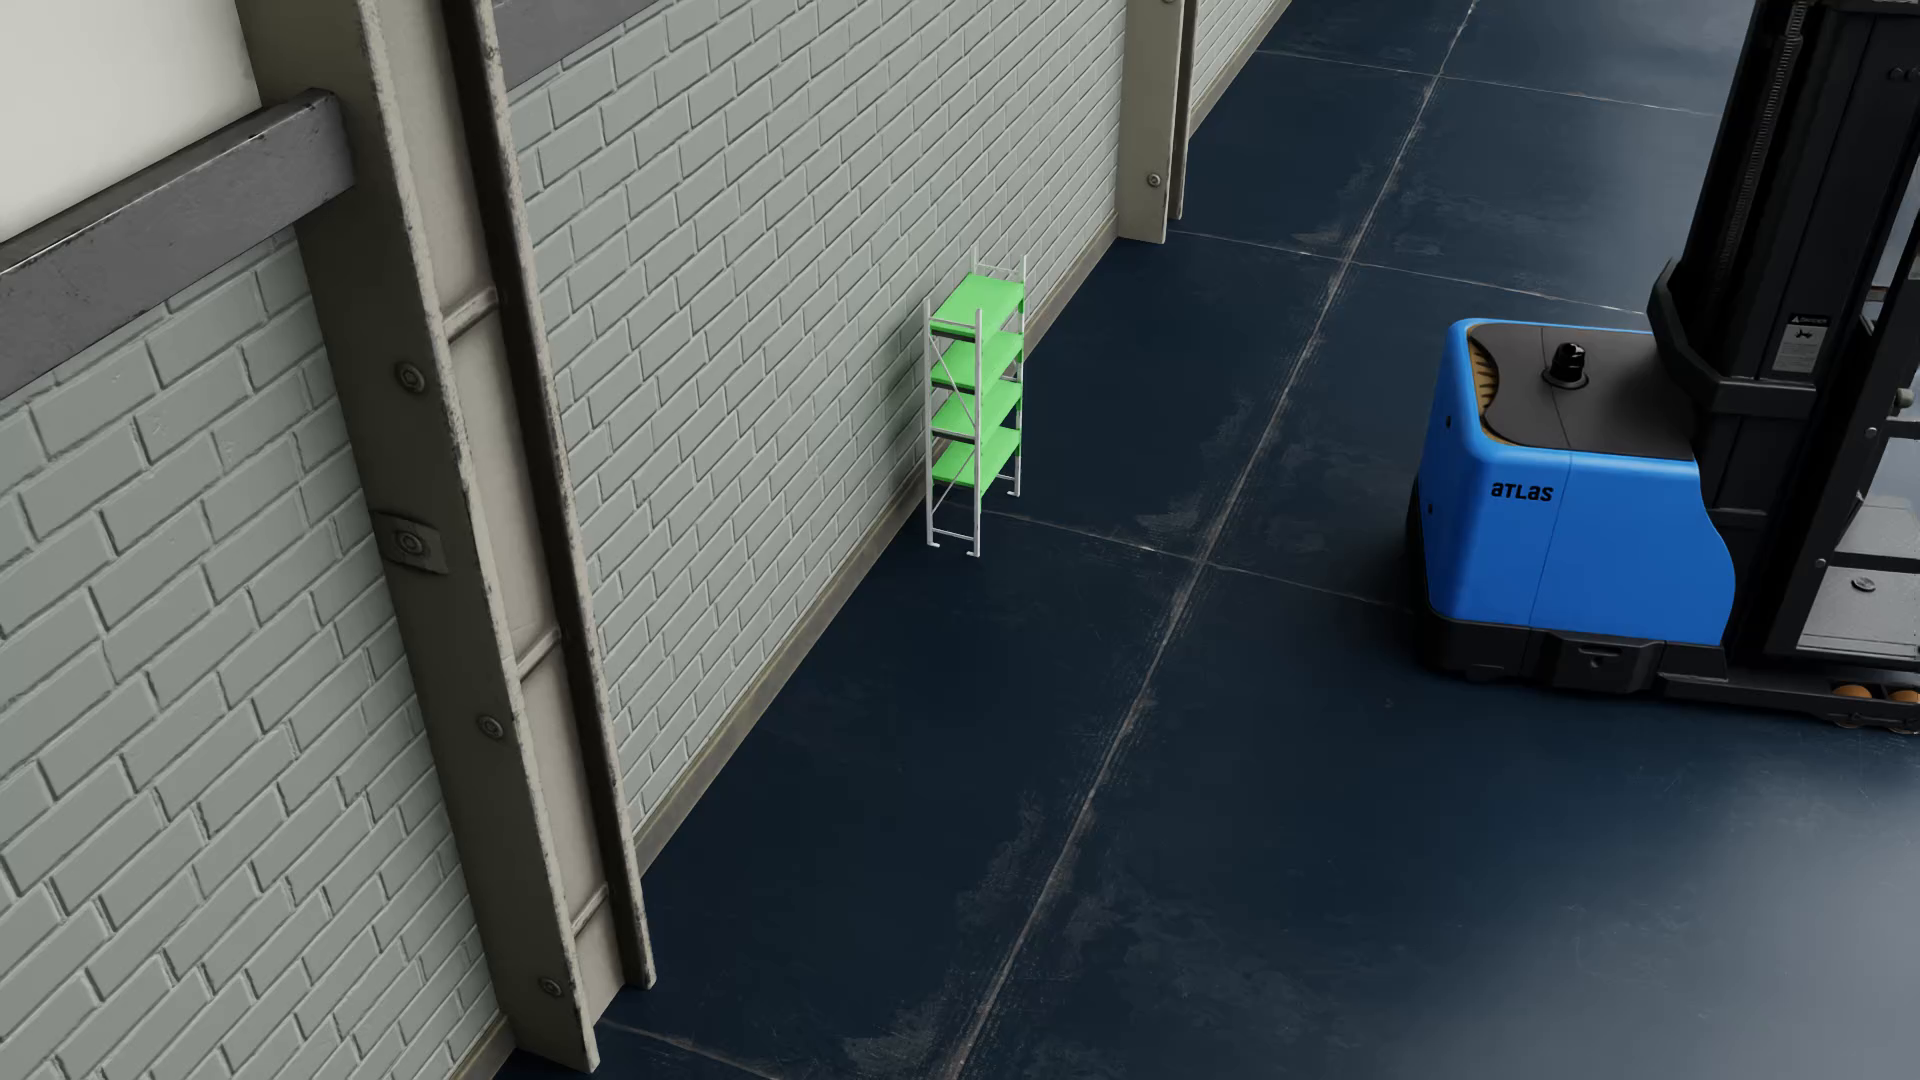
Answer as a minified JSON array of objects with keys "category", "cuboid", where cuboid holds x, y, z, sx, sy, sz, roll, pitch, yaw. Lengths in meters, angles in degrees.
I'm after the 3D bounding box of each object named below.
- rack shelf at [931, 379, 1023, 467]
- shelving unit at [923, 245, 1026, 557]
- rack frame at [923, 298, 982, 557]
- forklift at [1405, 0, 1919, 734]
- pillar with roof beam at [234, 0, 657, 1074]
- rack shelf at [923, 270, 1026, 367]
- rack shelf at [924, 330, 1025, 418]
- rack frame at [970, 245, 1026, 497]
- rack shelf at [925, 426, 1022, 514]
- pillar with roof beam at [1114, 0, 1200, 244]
[{"category":"rack shelf","cuboid":[0.063,-0.521,7.052,0.258,0.148,0.480,14,39,18]},{"category":"shelving unit","cuboid":[0.063,-0.572,7.013,0.258,1.200,0.503,14,39,18]},{"category":"rack frame","cuboid":[-0.030,-0.437,6.833,0.240,1.200,0.015,14,39,18]},{"category":"forklift","cuboid":[3.360,-0.787,5.855,3.031,2.935,1.130,6,37,7]},{"category":"pillar with roof beam","cuboid":[2.789,-1.139,1.257,9.100,9.000,0.400,14,39,18]},{"category":"rack shelf","cuboid":[0.063,-0.906,6.764,0.258,0.148,0.480,14,39,18]},{"category":"rack shelf","cuboid":[0.063,-0.713,6.908,0.258,0.148,0.480,14,39,18]},{"category":"rack frame","cuboid":[0.156,-0.707,7.194,0.240,1.200,0.015,14,39,18]},{"category":"rack shelf","cuboid":[0.063,-0.329,7.195,0.258,0.148,0.480,14,39,18]},{"category":"pillar with roof beam","cuboid":[5.072,-4.461,5.702,9.100,9.000,0.400,14,39,18]}]
